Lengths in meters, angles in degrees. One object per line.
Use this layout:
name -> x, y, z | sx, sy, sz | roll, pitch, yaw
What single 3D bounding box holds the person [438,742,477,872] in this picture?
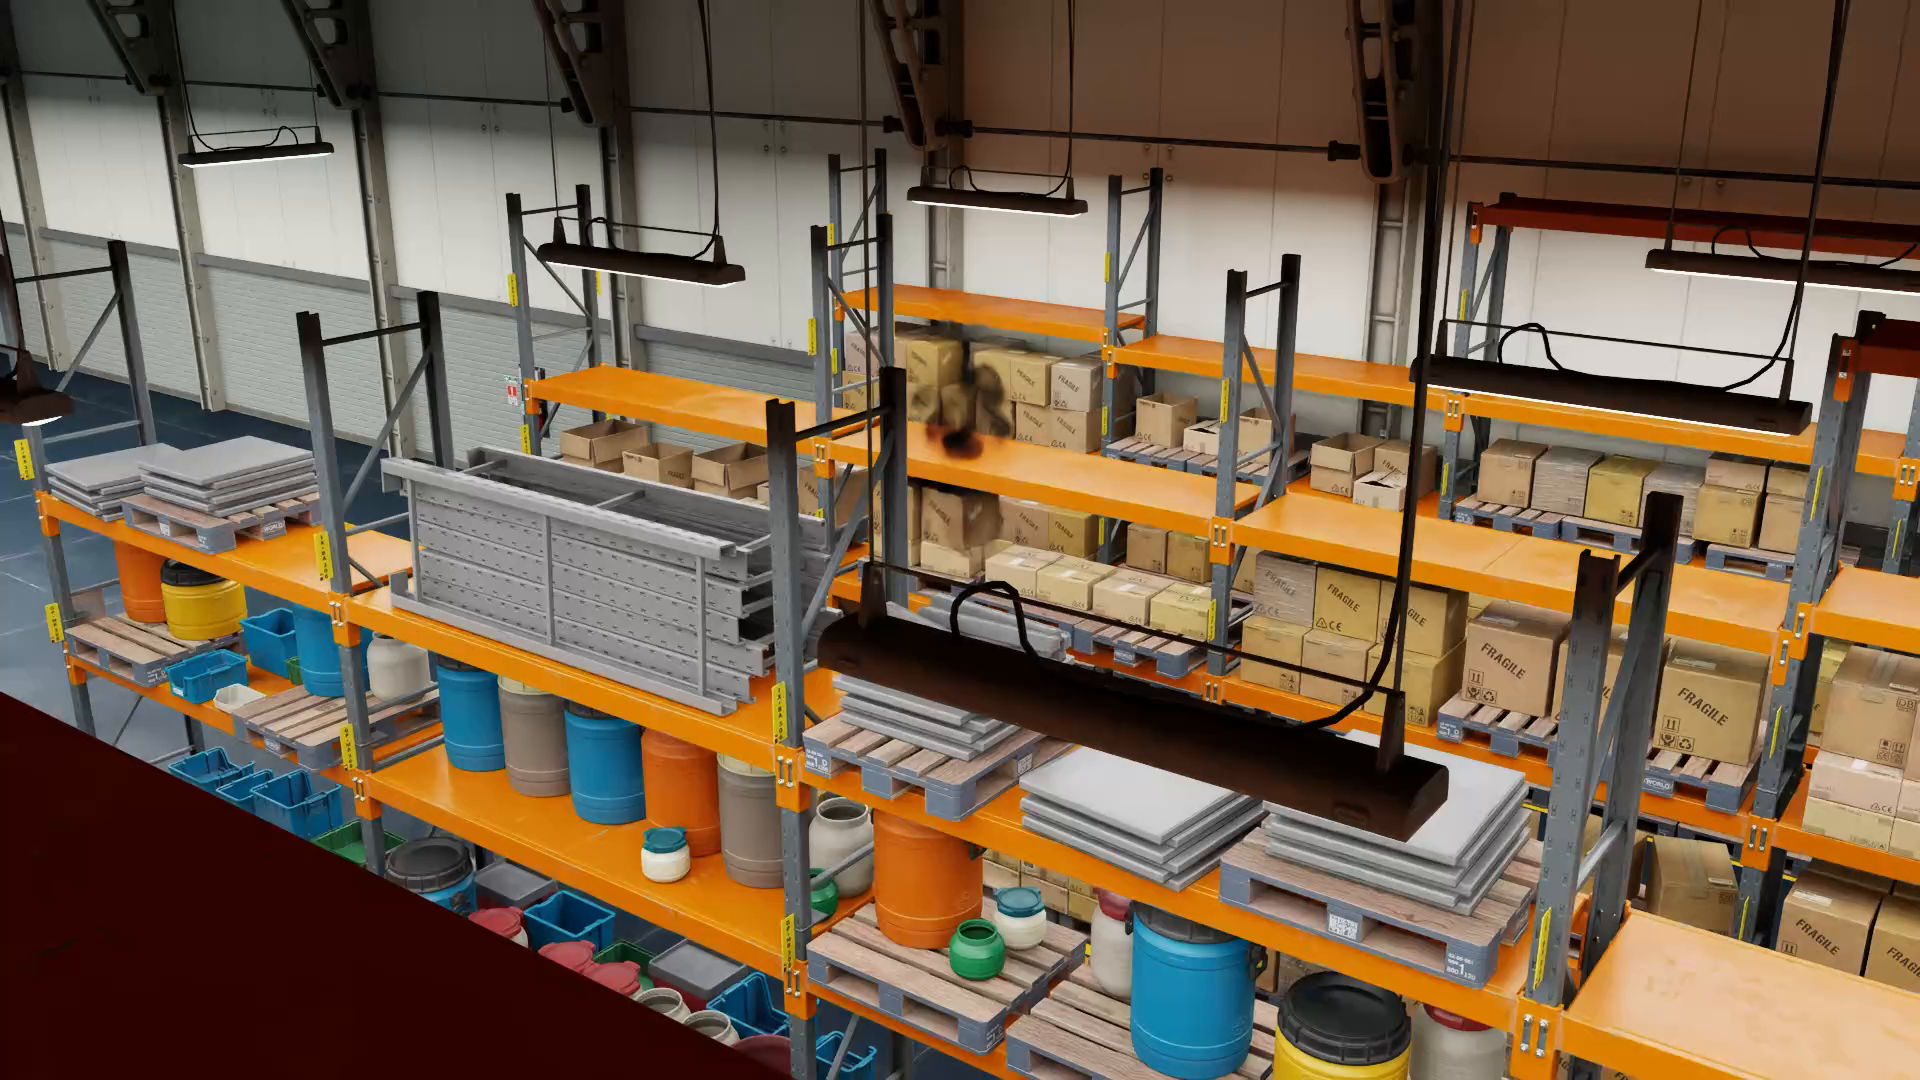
person -> -4.547, 2.472, 15.103 | 0.758, 1.677, 0.631 | 12, 22, 32
